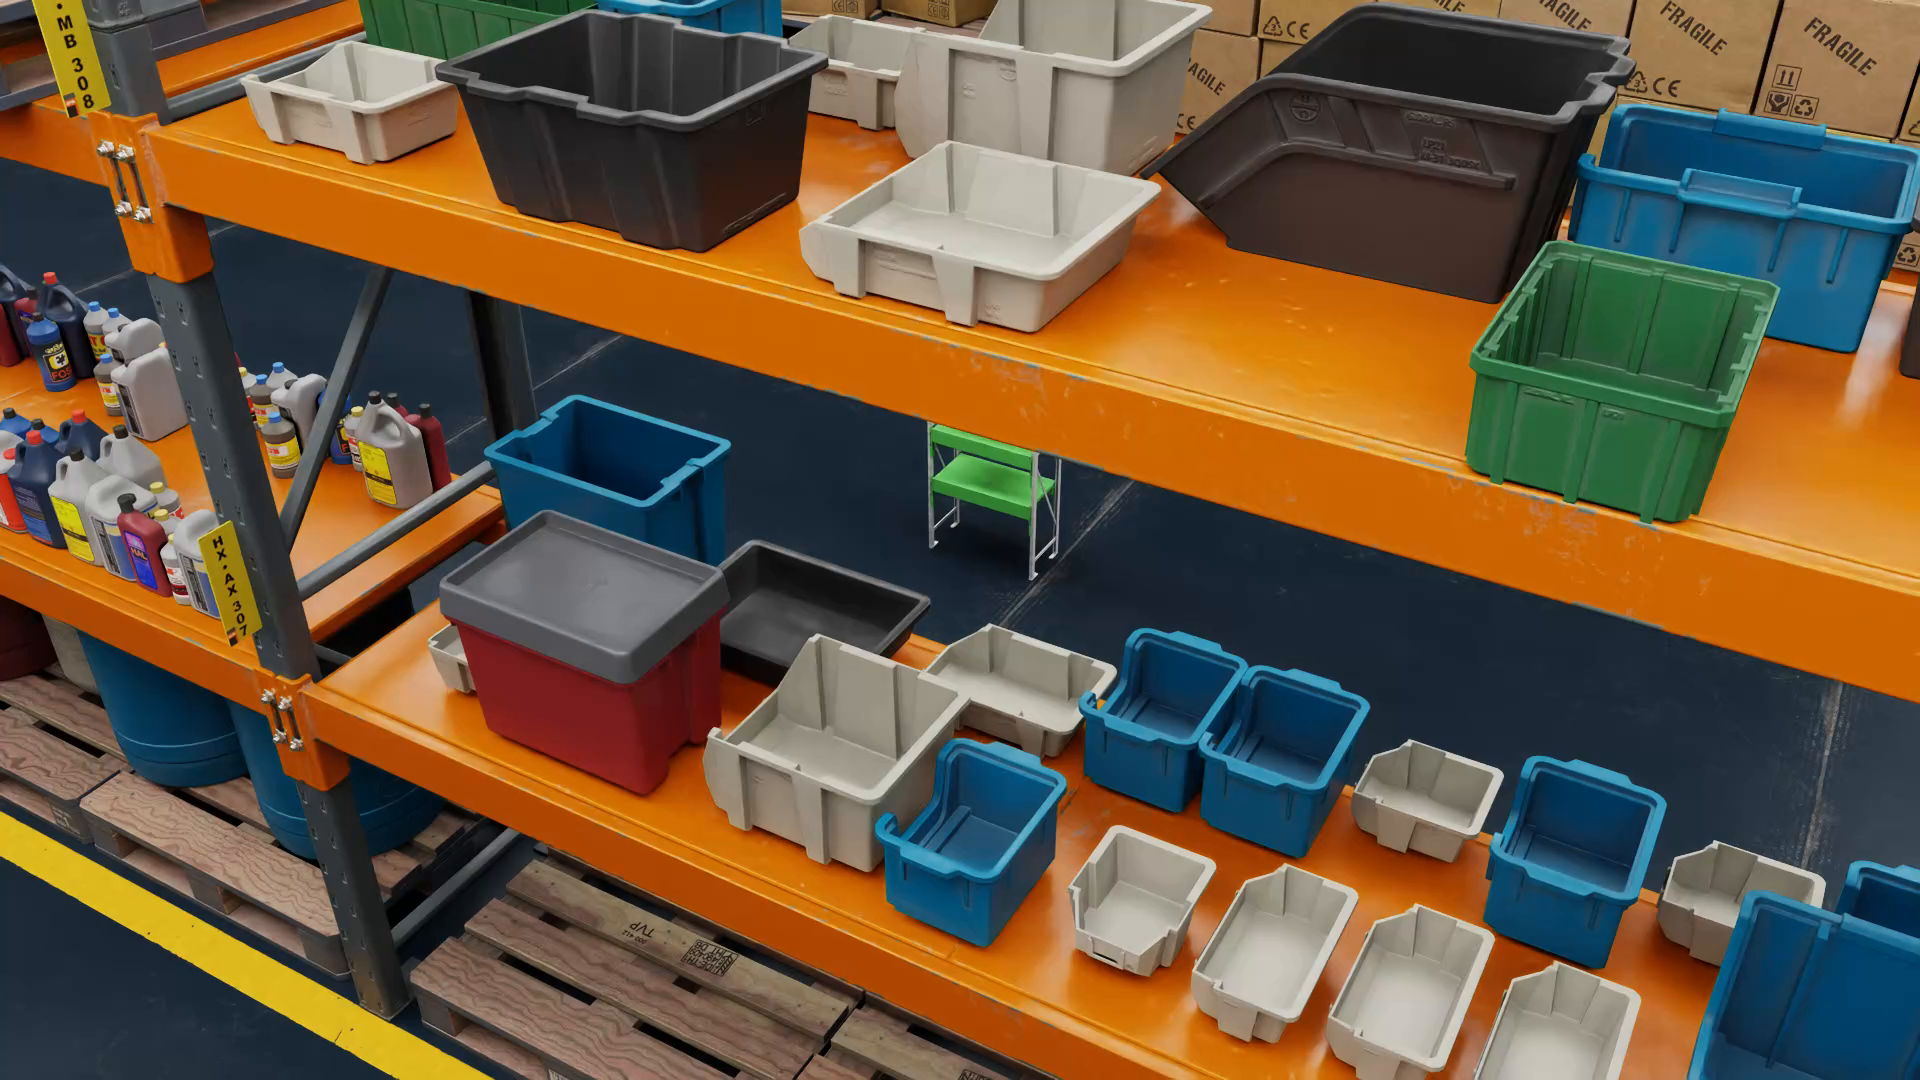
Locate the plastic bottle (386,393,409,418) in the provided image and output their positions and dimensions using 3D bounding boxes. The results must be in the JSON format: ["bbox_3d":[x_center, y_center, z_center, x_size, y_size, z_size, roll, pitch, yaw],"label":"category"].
[{"bbox_3d":[-1.758,-0.332,5.148,0.133,0.283,0.061,18,37,24],"label":"plastic bottle"}]

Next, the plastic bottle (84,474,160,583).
[{"bbox_3d":[-2.355,-0.040,4.715,0.135,0.276,0.152,18,37,24],"label":"plastic bottle"}]

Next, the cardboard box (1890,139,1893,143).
[{"bbox_3d":[3.693,-1.751,7.082,0.500,0.500,0.500,17,37,24],"label":"cardboard box"}]

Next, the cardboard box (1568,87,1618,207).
[{"bbox_3d":[2.554,-1.774,7.118,0.500,0.500,0.500,17,37,24],"label":"cardboard box"}]

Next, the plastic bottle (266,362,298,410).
[{"bbox_3d":[-2.153,-0.441,5.322,0.097,0.271,0.097,0,34,0],"label":"plastic bottle"}]

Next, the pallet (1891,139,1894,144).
[{"bbox_3d":[6.120,-2.727,11.155,1.213,0.211,1.003,18,37,24],"label":"pallet"}]

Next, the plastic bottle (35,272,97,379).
[{"bbox_3d":[-3.059,-0.746,5.709,0.185,0.351,0.144,18,37,24],"label":"plastic bottle"}]

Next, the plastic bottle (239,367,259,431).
[{"bbox_3d":[-2.322,-0.465,5.422,0.097,0.201,0.097,0,34,0],"label":"plastic bottle"}]

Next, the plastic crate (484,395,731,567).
[{"bbox_3d":[-0.961,-0.092,4.642,0.575,0.384,0.392,18,37,24],"label":"plastic crate"}]

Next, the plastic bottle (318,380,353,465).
[{"bbox_3d":[-1.952,-0.377,5.226,0.097,0.271,0.097,0,34,0],"label":"plastic bottle"}]

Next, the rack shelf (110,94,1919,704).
[{"bbox_3d":[0.201,-0.437,3.143,4.000,0.370,1.077,18,37,24],"label":"rack shelf"}]

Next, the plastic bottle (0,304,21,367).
[{"bbox_3d":[-3.364,-0.749,5.774,0.133,0.283,0.061,18,37,24],"label":"plastic bottle"}]

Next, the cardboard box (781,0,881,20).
[{"bbox_3d":[-0.639,-3.093,8.720,0.500,0.500,0.700,8,35,12],"label":"cardboard box"}]

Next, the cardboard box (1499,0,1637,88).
[{"bbox_3d":[2.538,-2.189,6.838,0.500,0.500,0.500,19,38,26],"label":"cardboard box"}]

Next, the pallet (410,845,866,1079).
[{"bbox_3d":[-0.878,1.306,5.098,1.213,0.211,1.003,18,37,24],"label":"pallet"}]

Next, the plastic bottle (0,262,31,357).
[{"bbox_3d":[-3.336,-0.834,5.840,0.185,0.351,0.144,18,37,24],"label":"plastic bottle"}]

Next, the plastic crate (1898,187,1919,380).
[{"bbox_3d":[1.741,-0.372,2.514,0.590,0.269,0.497,18,37,24],"label":"plastic crate"}]

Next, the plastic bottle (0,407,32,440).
[{"bbox_3d":[-2.864,-0.279,5.078,0.097,0.271,0.097,0,34,0],"label":"plastic bottle"}]

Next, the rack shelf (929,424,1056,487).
[{"bbox_3d":[0.144,-0.401,6.884,0.480,0.148,0.258,18,37,24],"label":"rack shelf"}]

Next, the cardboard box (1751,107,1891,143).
[{"bbox_3d":[3.422,-1.496,6.699,0.500,0.500,0.500,18,38,25],"label":"cardboard box"}]

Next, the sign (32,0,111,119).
[{"bbox_3d":[-1.810,-1.026,3.370,0.005,0.325,0.100,18,37,24],"label":"sign"}]

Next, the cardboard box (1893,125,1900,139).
[{"bbox_3d":[6.196,-2.984,10.902,0.500,0.500,0.700,18,37,24],"label":"cardboard box"}]

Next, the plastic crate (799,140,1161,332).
[{"bbox_3d":[0.020,-0.526,2.865,0.530,0.136,0.437,18,37,24],"label":"plastic crate"}]

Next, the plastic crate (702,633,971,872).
[{"bbox_3d":[-0.301,0.495,3.853,0.530,0.282,0.437,18,37,24],"label":"plastic crate"}]

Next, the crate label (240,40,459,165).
[{"bbox_3d":[-1.254,-0.903,3.432,0.466,0.136,0.293,18,37,24],"label":"crate label"}]

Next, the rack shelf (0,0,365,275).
[{"bbox_3d":[-3.272,-1.537,4.795,4.000,0.370,1.077,18,37,24],"label":"rack shelf"}]

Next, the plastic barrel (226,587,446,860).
[{"bbox_3d":[-1.999,0.503,5.303,0.708,0.901,0.600,18,37,24],"label":"plastic barrel"}]

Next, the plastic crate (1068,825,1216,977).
[{"bbox_3d":[0.375,0.786,3.548,0.250,0.136,0.298,18,37,24],"label":"plastic crate"}]

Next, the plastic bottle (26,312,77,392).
[{"bbox_3d":[-3.081,-0.643,5.625,0.097,0.271,0.097,0,34,0],"label":"plastic bottle"}]

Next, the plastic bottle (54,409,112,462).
[{"bbox_3d":[-2.585,-0.233,4.938,0.185,0.351,0.144,18,37,24],"label":"plastic bottle"}]

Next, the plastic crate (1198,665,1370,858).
[{"bbox_3d":[0.743,0.518,3.862,0.300,0.233,0.416,18,37,24],"label":"plastic crate"}]

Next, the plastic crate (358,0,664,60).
[{"bbox_3d":[-1.018,-1.227,3.872,0.662,0.188,0.450,18,37,24],"label":"plastic crate"}]

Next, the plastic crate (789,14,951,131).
[{"bbox_3d":[-0.242,-1.010,3.592,0.466,0.136,0.293,18,37,24],"label":"plastic crate"}]

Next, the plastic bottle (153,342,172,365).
[{"bbox_3d":[-2.552,-0.552,5.484,0.135,0.276,0.152,18,37,24],"label":"plastic bottle"}]

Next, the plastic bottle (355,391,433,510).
[{"bbox_3d":[-1.715,-0.282,5.011,0.185,0.351,0.144,18,37,24],"label":"plastic bottle"}]

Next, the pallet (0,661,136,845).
[{"bbox_3d":[-3.248,0.555,6.226,1.213,0.211,1.003,18,37,24],"label":"pallet"}]

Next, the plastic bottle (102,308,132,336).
[{"bbox_3d":[-2.841,-0.659,5.649,0.097,0.271,0.097,0,34,0],"label":"plastic bottle"}]

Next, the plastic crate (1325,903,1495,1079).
[{"bbox_3d":[0.895,0.923,3.342,0.243,0.136,0.396,18,37,24],"label":"plastic crate"}]

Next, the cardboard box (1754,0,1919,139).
[{"bbox_3d":[3.436,-1.907,6.415,0.500,0.500,0.500,19,38,26],"label":"cardboard box"}]

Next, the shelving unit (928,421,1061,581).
[{"bbox_3d":[0.144,-0.454,6.849,0.503,1.200,0.258,18,37,24],"label":"shelving unit"}]

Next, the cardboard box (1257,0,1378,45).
[{"bbox_3d":[1.643,-2.472,7.264,0.500,0.500,0.500,16,37,23],"label":"cardboard box"}]

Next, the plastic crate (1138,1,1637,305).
[{"bbox_3d":[0.747,-0.713,2.964,0.767,0.338,0.504,18,37,24],"label":"plastic crate"}]

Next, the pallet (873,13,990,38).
[{"bbox_3d":[0.286,-2.613,8.641,1.213,0.211,1.003,18,37,24],"label":"pallet"}]

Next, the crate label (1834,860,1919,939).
[{"bbox_3d":[1.886,0.880,3.319,0.303,0.233,0.416,18,37,24],"label":"crate label"}]

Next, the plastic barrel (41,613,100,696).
[{"bbox_3d":[-3.060,0.272,6.001,0.421,0.512,0.421,0,34,0],"label":"plastic barrel"}]

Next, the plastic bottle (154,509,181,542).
[{"bbox_3d":[-2.238,0.007,4.712,0.097,0.201,0.097,0,34,0],"label":"plastic bottle"}]

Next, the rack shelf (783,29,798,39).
[{"bbox_3d":[-0.811,-2.671,9.204,4.000,0.370,1.077,18,37,24],"label":"rack shelf"}]

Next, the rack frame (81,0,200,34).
[{"bbox_3d":[-1.536,-2.535,2.938,0.127,3.000,1.000,18,37,24],"label":"rack frame"}]

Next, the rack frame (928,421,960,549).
[{"bbox_3d":[-0.068,-0.521,6.950,0.015,1.200,0.240,18,37,24],"label":"rack frame"}]

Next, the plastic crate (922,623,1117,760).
[{"bbox_3d":[0.125,0.381,4.156,0.466,0.136,0.293,18,37,24],"label":"plastic crate"}]

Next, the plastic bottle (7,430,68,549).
[{"bbox_3d":[-2.656,-0.164,4.834,0.185,0.351,0.144,18,37,24],"label":"plastic bottle"}]

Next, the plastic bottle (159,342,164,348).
[{"bbox_3d":[-2.639,-0.566,5.573,0.097,0.201,0.097,0,34,0],"label":"plastic bottle"}]

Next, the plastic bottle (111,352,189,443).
[{"bbox_3d":[-2.628,-0.479,5.374,0.135,0.276,0.152,18,37,24],"label":"plastic bottle"}]

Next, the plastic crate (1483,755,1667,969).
[{"bbox_3d":[1.315,0.699,3.591,0.300,0.233,0.416,18,37,24],"label":"plastic crate"}]

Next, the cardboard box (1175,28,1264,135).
[{"bbox_3d":[1.233,-2.191,7.744,0.500,0.500,0.500,19,38,26],"label":"cardboard box"}]

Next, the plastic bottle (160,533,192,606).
[{"bbox_3d":[-2.152,0.073,4.613,0.097,0.201,0.097,0,34,0],"label":"plastic bottle"}]
